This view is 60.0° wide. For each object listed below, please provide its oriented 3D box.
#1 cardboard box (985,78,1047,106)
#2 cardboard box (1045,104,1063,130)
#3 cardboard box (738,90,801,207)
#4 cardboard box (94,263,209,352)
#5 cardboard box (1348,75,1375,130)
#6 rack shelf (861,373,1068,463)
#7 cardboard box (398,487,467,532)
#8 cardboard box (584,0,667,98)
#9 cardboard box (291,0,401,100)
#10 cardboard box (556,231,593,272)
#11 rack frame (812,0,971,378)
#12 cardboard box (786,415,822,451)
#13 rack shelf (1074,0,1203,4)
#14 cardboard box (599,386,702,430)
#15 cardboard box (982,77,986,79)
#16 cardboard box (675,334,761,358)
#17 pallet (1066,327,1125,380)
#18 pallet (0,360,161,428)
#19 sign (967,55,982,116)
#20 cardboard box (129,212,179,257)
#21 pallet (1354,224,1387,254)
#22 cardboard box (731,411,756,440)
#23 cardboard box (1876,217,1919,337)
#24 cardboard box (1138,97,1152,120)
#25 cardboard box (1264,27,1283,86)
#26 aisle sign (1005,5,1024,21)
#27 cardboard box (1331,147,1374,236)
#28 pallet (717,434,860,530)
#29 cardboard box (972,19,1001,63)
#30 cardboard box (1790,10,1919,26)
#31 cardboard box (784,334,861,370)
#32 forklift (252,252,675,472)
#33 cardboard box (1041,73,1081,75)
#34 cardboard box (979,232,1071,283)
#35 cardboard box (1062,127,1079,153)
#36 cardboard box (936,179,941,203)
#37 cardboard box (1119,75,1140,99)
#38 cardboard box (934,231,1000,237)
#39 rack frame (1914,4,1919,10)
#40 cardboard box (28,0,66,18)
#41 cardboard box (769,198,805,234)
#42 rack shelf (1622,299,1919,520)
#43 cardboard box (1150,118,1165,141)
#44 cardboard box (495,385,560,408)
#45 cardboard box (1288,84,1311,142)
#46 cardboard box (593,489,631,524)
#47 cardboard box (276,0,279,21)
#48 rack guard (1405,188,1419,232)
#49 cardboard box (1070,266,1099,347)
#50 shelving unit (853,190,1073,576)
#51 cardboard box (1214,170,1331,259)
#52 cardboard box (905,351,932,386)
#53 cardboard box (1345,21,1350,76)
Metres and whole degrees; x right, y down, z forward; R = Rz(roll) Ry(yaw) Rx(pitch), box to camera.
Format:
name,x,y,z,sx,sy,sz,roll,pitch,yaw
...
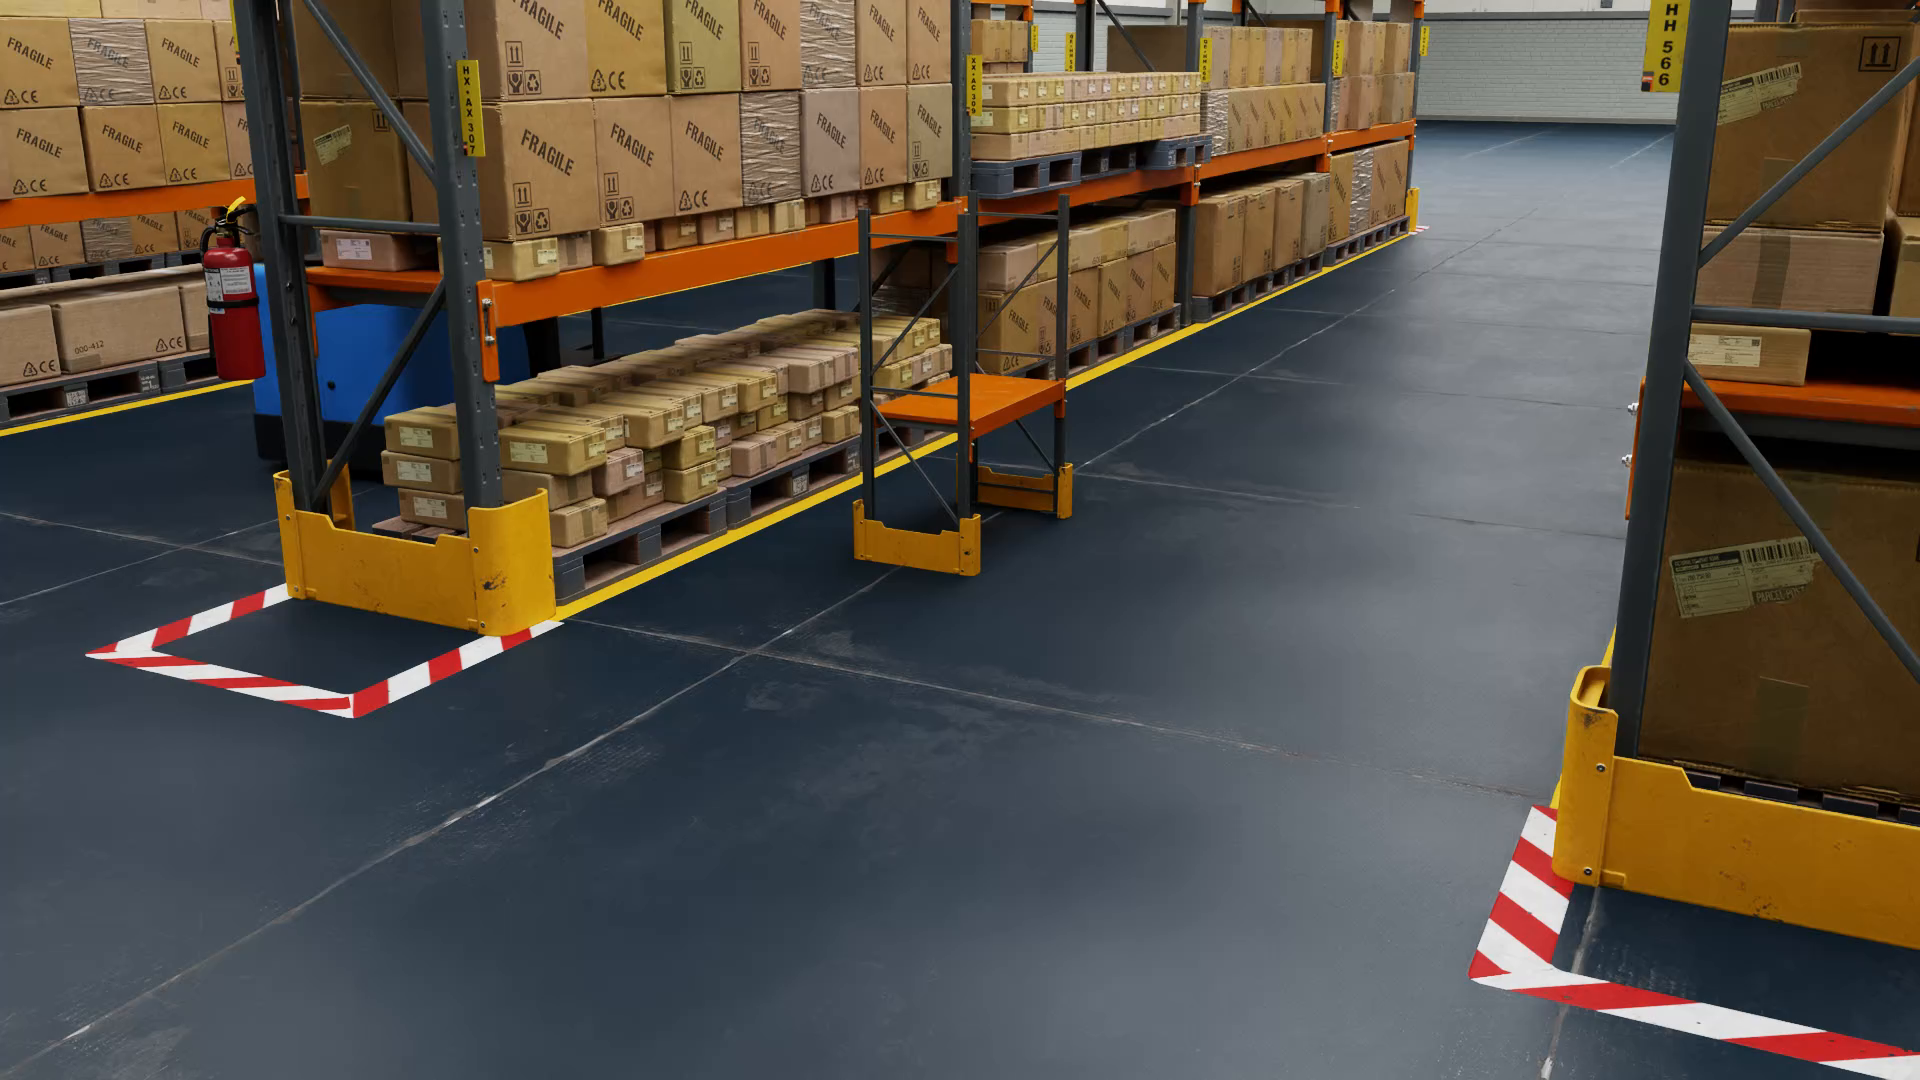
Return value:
name,x,y,z,sx,sy,sz,roll,pitch,yaw
cardboard box,0.295,-2.662,9.877,0.380,0.149,0.250,9,19,27
cardboard box,0.404,-2.580,10.123,0.380,0.149,0.250,9,19,27
cardboard box,-1.083,-1.827,7.708,0.500,0.500,0.500,8,18,24
cardboard box,-5.262,-1.613,11.450,0.875,0.438,0.875,8,18,25
cardboard box,3.889,-4.653,17.658,0.875,0.550,0.550,8,18,25
rack shelf,0.038,-0.568,7.435,0.538,0.185,1.000,8,18,25
cardboard box,-2.151,-0.159,7.060,0.380,0.149,0.250,8,19,26
cardboard box,-1.542,-2.043,6.681,0.500,0.500,0.500,9,19,27
cardboard box,-2.217,-1.981,6.473,0.500,0.500,0.500,8,18,24
cardboard box,-1.685,-1.154,6.582,0.380,0.149,0.250,9,19,27
rack frame,-0.412,-2.182,9.603,1.000,3.000,0.127,8,18,25
cardboard box,-0.922,-0.552,8.385,0.380,0.149,0.250,8,19,26
rack shelf,0.482,-3.785,10.994,1.077,0.370,4.000,8,18,25
cardboard box,-1.382,-0.581,7.436,0.380,0.149,0.250,7,18,23
cardboard box,-0.054,-2.876,10.599,0.380,0.149,0.250,8,18,25
cardboard box,-1.279,-0.984,8.793,0.380,0.149,0.250,9,19,27
pallet,0.479,-1.356,11.719,1.003,0.211,1.213,8,18,25
pallet,-5.839,-0.954,10.365,1.003,0.211,1.213,8,18,25
sign,0.077,-2.530,9.254,0.100,0.325,0.005,8,18,25
cardboard box,-8.002,-3.044,16.157,0.500,0.500,0.500,9,19,28
pallet,4.116,-3.379,18.530,1.003,0.211,1.213,8,18,25
cardboard box,-1.203,-0.583,7.967,0.380,0.149,0.250,9,19,28
cardboard box,2.649,-0.665,4.237,0.500,0.250,0.500,8,18,24
cardboard box,1.103,-2.979,11.466,0.380,0.149,0.250,8,18,25
cardboard box,2.492,-4.360,15.004,0.700,0.500,0.500,8,18,26
aisle sign,0.764,-7.068,21.487,0.394,0.787,0.004,8,18,25
cardboard box,3.906,-3.784,17.991,0.875,0.875,0.875,8,18,26
pallet,-1.224,-0.358,8.359,1.003,0.211,1.213,8,18,25
cardboard box,0.075,-6.084,20.285,0.700,0.500,0.500,8,18,25
cardboard box,4.258,-2.218,7.786,0.797,0.503,0.637,8,18,24
cardboard box,-0.707,-0.988,8.807,0.380,0.149,0.250,9,19,27
forklift,-2.700,-2.117,9.504,1.130,2.935,3.031,6,18,20
cardboard box,0.645,-3.276,11.945,0.380,0.149,0.250,7,18,23
cardboard box,0.390,-1.835,10.771,0.500,0.250,0.500,9,19,27
cardboard box,0.522,-2.503,10.388,0.380,0.149,0.250,8,18,26
cardboard box,-0.330,-1.959,9.294,0.380,0.149,0.250,8,18,25
cardboard box,0.987,-3.055,11.200,0.380,0.149,0.250,9,19,28
cardboard box,-0.064,-1.896,10.975,0.500,0.250,0.500,9,19,28
rack frame,7.555,-3.563,14.253,1.000,3.000,0.127,8,18,25
cardboard box,-5.463,-3.123,9.701,0.380,0.149,0.250,8,18,25
cardboard box,-0.964,-1.552,7.922,0.380,0.149,0.250,9,19,26
rack shelf,3.086,-0.671,5.780,1.077,0.370,4.000,8,18,25
cardboard box,1.224,-2.906,11.745,0.380,0.149,0.250,8,18,25
cardboard box,-2.024,-0.589,7.465,0.380,0.149,0.250,8,18,24
cardboard box,2.943,-3.972,15.455,0.500,0.500,0.500,8,18,25
cardboard box,-1.635,-0.168,7.091,0.380,0.149,0.250,8,18,25
cardboard box,-4.738,-3.506,10.988,0.380,0.149,0.250,8,18,24
rack guard,4.961,-4.047,20.271,1.175,0.500,0.348,8,18,25
cardboard box,0.612,-1.610,11.329,0.500,0.500,0.500,8,19,26
shelving unit,0.034,-0.738,7.376,0.587,1.500,1.083,8,18,25
cardboard box,2.966,-3.173,16.154,1.050,0.750,0.750,8,18,25
cardboard box,-0.378,-0.968,9.264,0.380,0.149,0.250,7,18,23
cardboard box,3.500,-5.054,17.112,0.875,0.550,0.550,8,18,25
